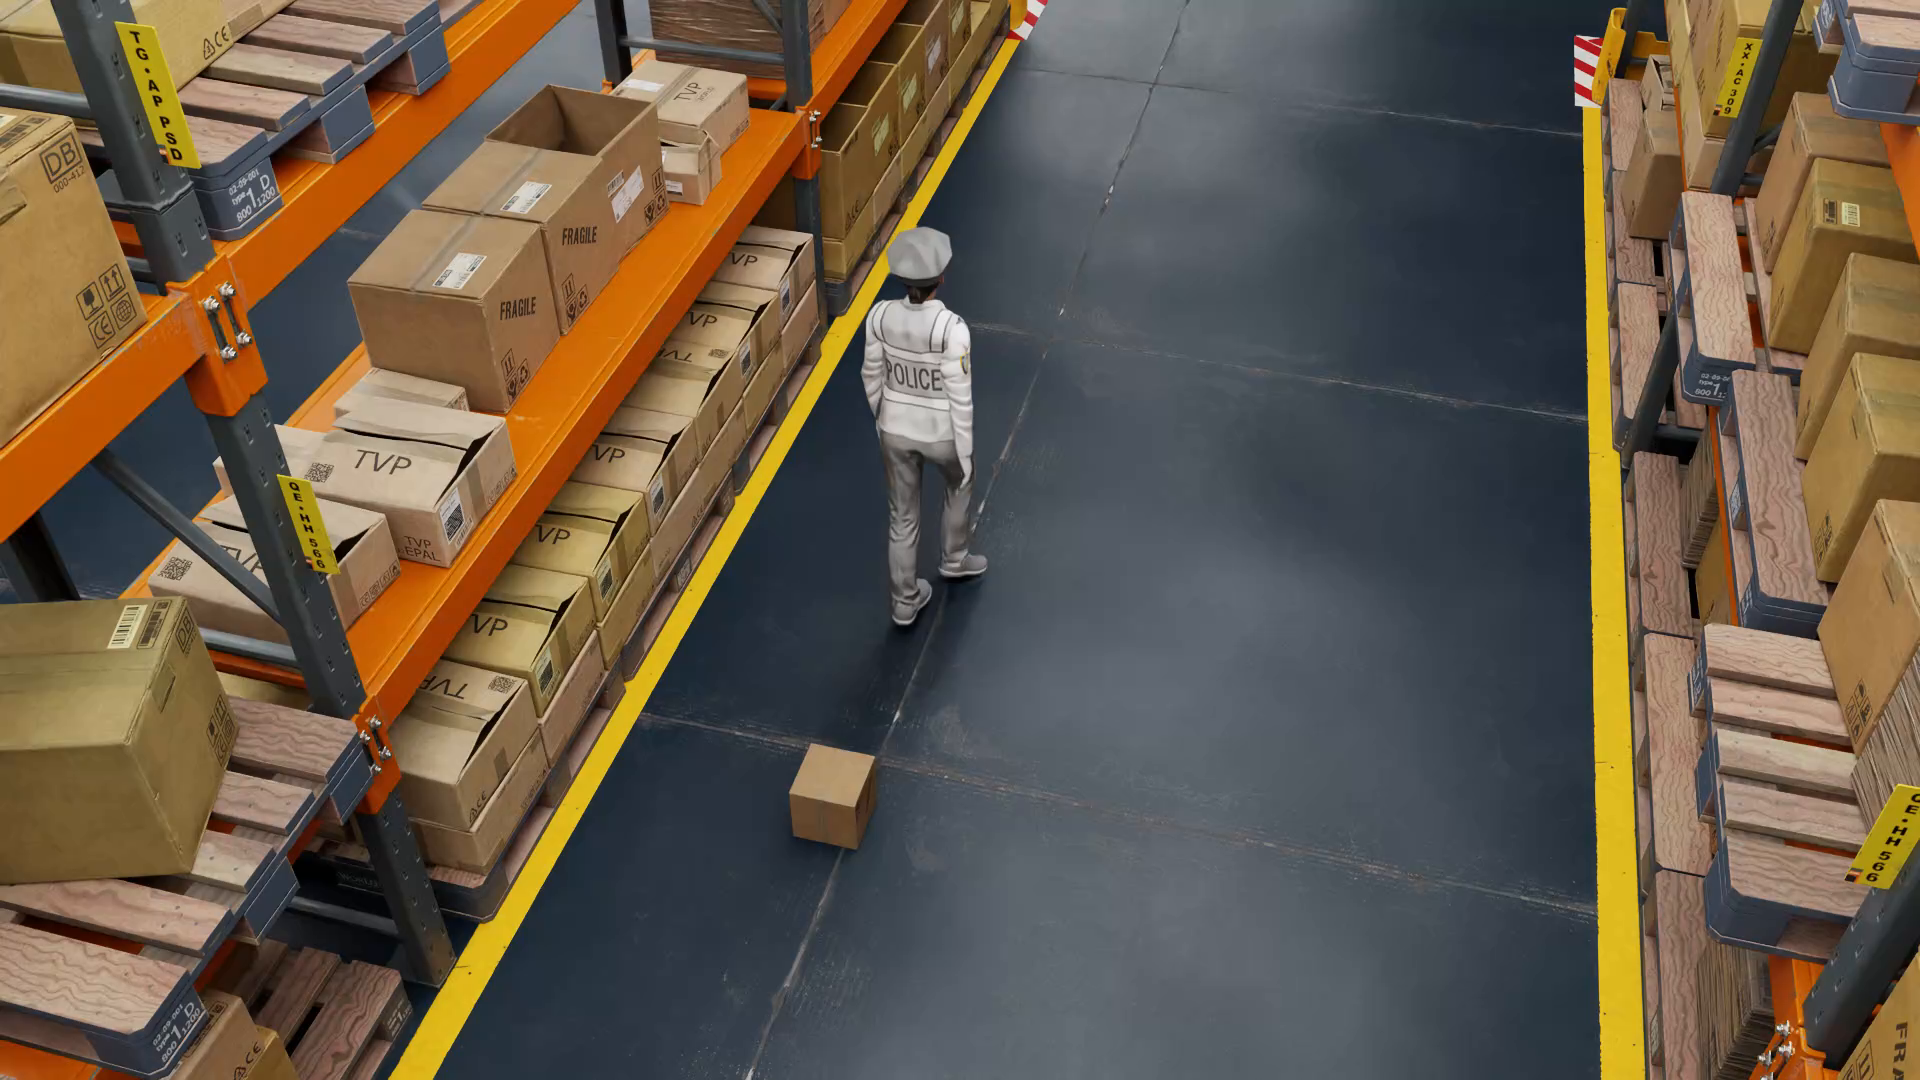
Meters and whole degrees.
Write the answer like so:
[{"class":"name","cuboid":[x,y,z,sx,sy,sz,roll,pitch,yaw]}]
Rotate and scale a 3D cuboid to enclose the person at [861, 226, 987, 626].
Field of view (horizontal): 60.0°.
[{"class":"person","cuboid":[-0.166,-0.405,6.627,0.508,1.714,0.578,12,43,13]}]
